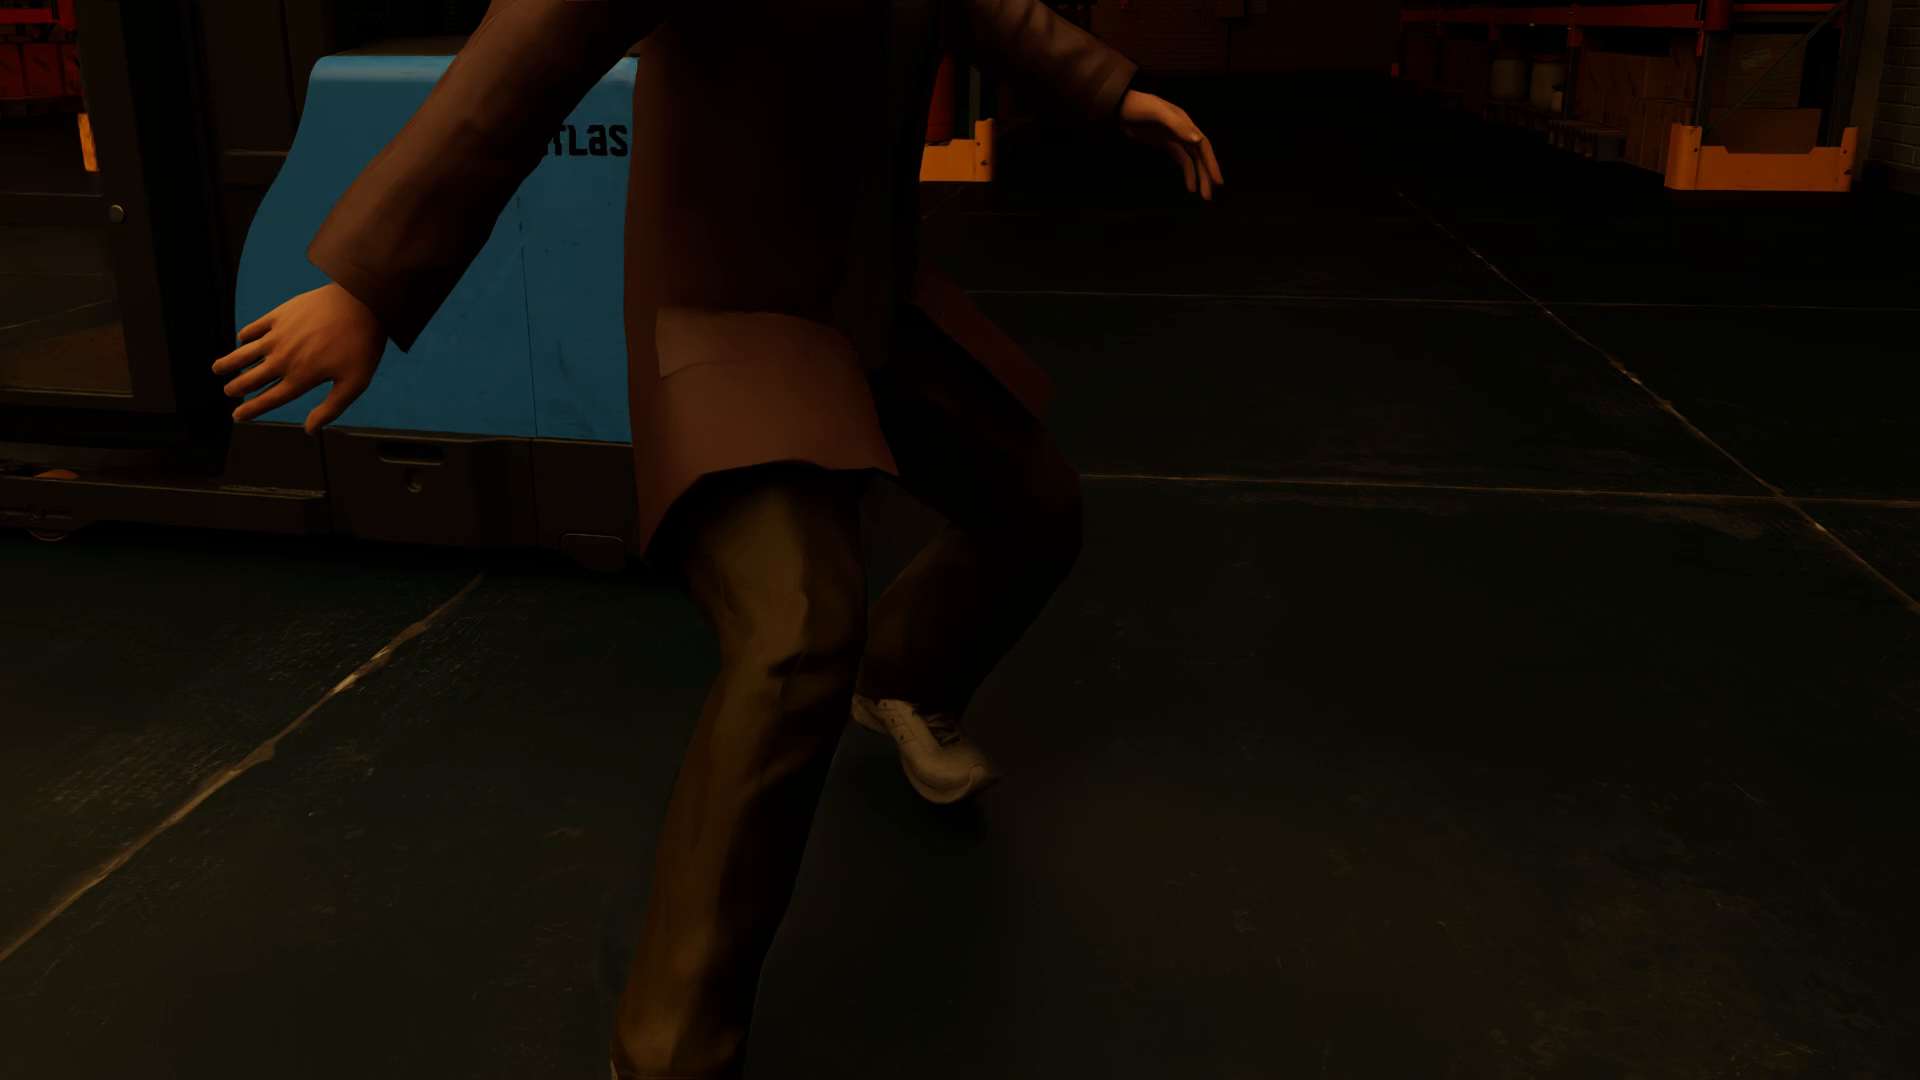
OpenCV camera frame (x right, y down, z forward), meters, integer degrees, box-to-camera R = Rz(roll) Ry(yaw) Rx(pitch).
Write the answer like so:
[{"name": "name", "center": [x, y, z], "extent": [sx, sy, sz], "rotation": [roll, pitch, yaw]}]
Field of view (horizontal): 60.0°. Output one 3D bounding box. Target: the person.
[{"name": "person", "center": [-0.182, -0.167, 1.943], "extent": [0.599, 1.706, 1.144], "rotation": [10, 20, 29]}]

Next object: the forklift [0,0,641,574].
[{"name": "forklift", "center": [-1.878, -1.542, 3.842], "extent": [3.031, 2.935, 1.130], "rotation": [4, 18, 13]}]
